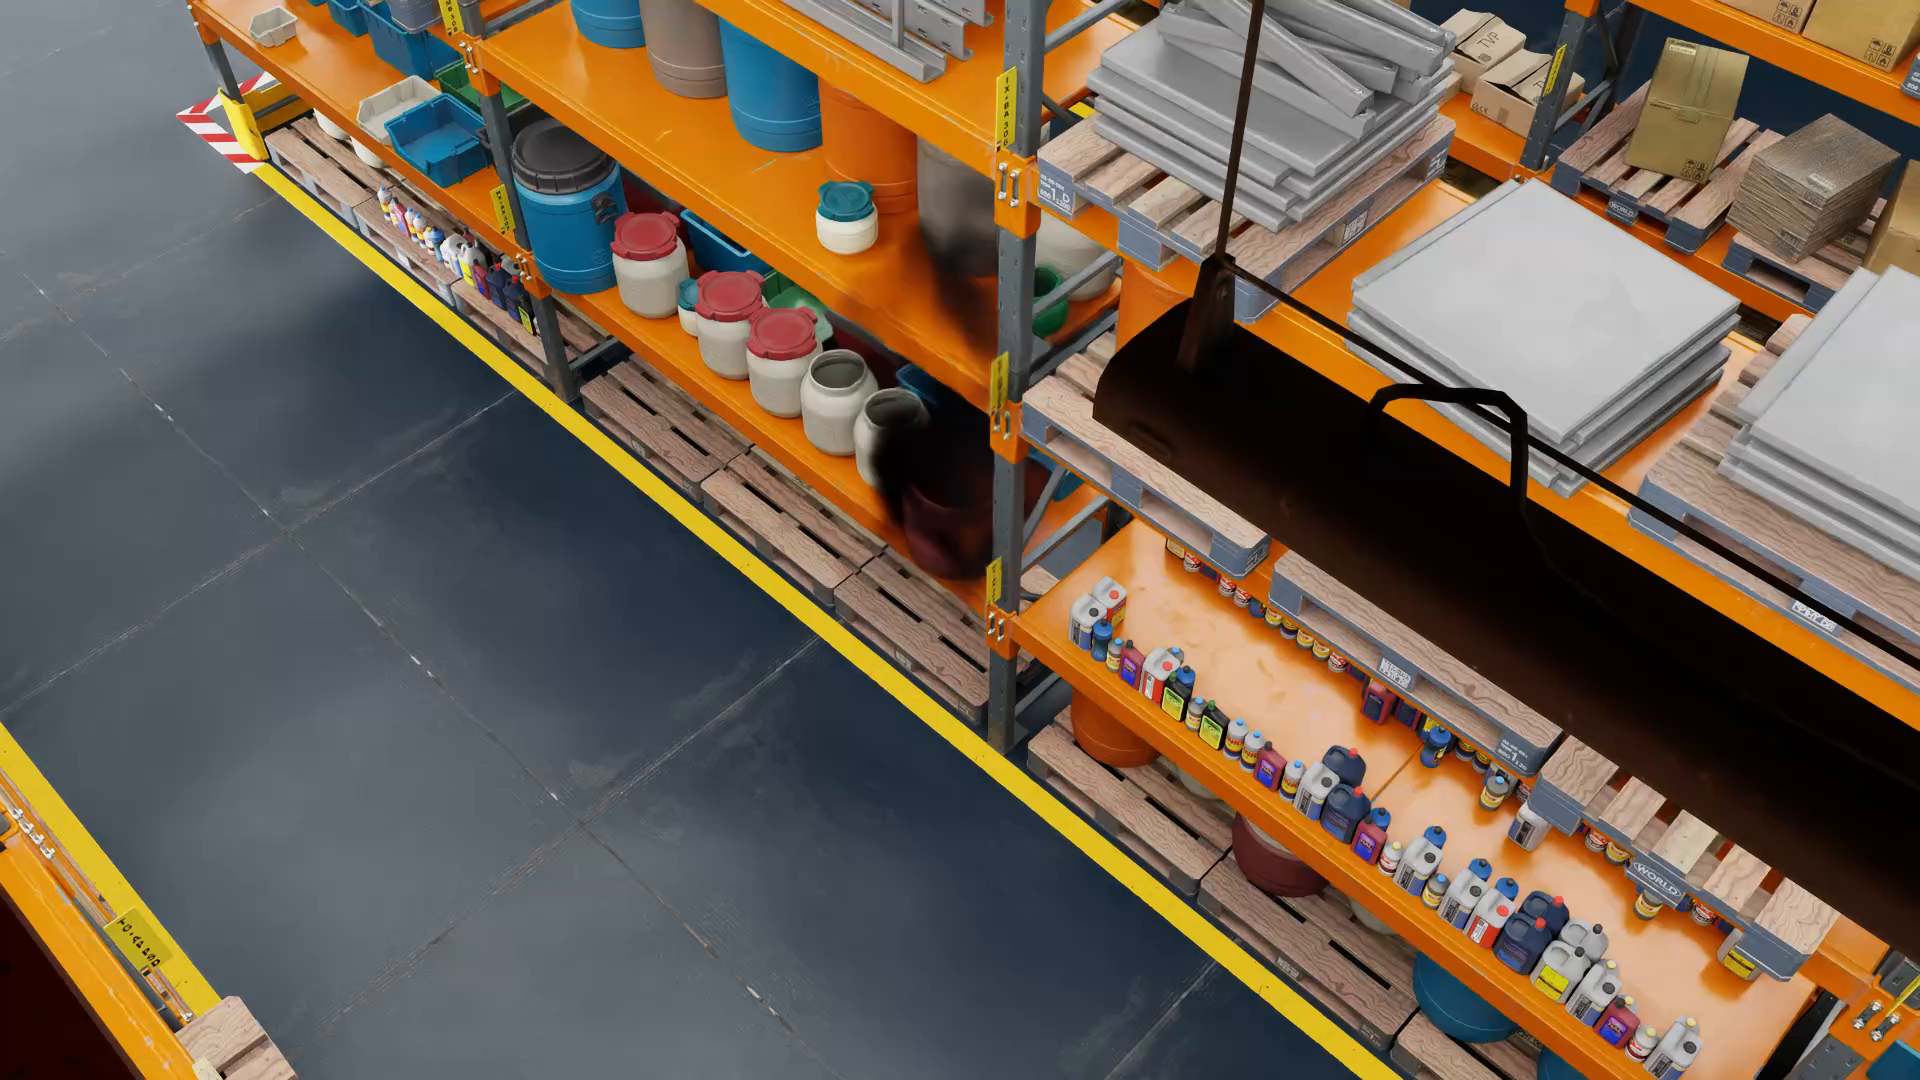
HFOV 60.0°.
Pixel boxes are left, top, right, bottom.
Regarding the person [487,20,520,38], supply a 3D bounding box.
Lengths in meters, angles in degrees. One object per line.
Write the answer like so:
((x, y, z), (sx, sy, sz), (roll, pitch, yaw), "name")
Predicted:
((-3.572, -4.243, 12.936), (0.651, 1.565, 0.536), (21, 53, 17), "person")

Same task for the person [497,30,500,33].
((-4.077, -4.553, 13.188), (0.817, 1.579, 0.575), (24, 54, 19), "person")
